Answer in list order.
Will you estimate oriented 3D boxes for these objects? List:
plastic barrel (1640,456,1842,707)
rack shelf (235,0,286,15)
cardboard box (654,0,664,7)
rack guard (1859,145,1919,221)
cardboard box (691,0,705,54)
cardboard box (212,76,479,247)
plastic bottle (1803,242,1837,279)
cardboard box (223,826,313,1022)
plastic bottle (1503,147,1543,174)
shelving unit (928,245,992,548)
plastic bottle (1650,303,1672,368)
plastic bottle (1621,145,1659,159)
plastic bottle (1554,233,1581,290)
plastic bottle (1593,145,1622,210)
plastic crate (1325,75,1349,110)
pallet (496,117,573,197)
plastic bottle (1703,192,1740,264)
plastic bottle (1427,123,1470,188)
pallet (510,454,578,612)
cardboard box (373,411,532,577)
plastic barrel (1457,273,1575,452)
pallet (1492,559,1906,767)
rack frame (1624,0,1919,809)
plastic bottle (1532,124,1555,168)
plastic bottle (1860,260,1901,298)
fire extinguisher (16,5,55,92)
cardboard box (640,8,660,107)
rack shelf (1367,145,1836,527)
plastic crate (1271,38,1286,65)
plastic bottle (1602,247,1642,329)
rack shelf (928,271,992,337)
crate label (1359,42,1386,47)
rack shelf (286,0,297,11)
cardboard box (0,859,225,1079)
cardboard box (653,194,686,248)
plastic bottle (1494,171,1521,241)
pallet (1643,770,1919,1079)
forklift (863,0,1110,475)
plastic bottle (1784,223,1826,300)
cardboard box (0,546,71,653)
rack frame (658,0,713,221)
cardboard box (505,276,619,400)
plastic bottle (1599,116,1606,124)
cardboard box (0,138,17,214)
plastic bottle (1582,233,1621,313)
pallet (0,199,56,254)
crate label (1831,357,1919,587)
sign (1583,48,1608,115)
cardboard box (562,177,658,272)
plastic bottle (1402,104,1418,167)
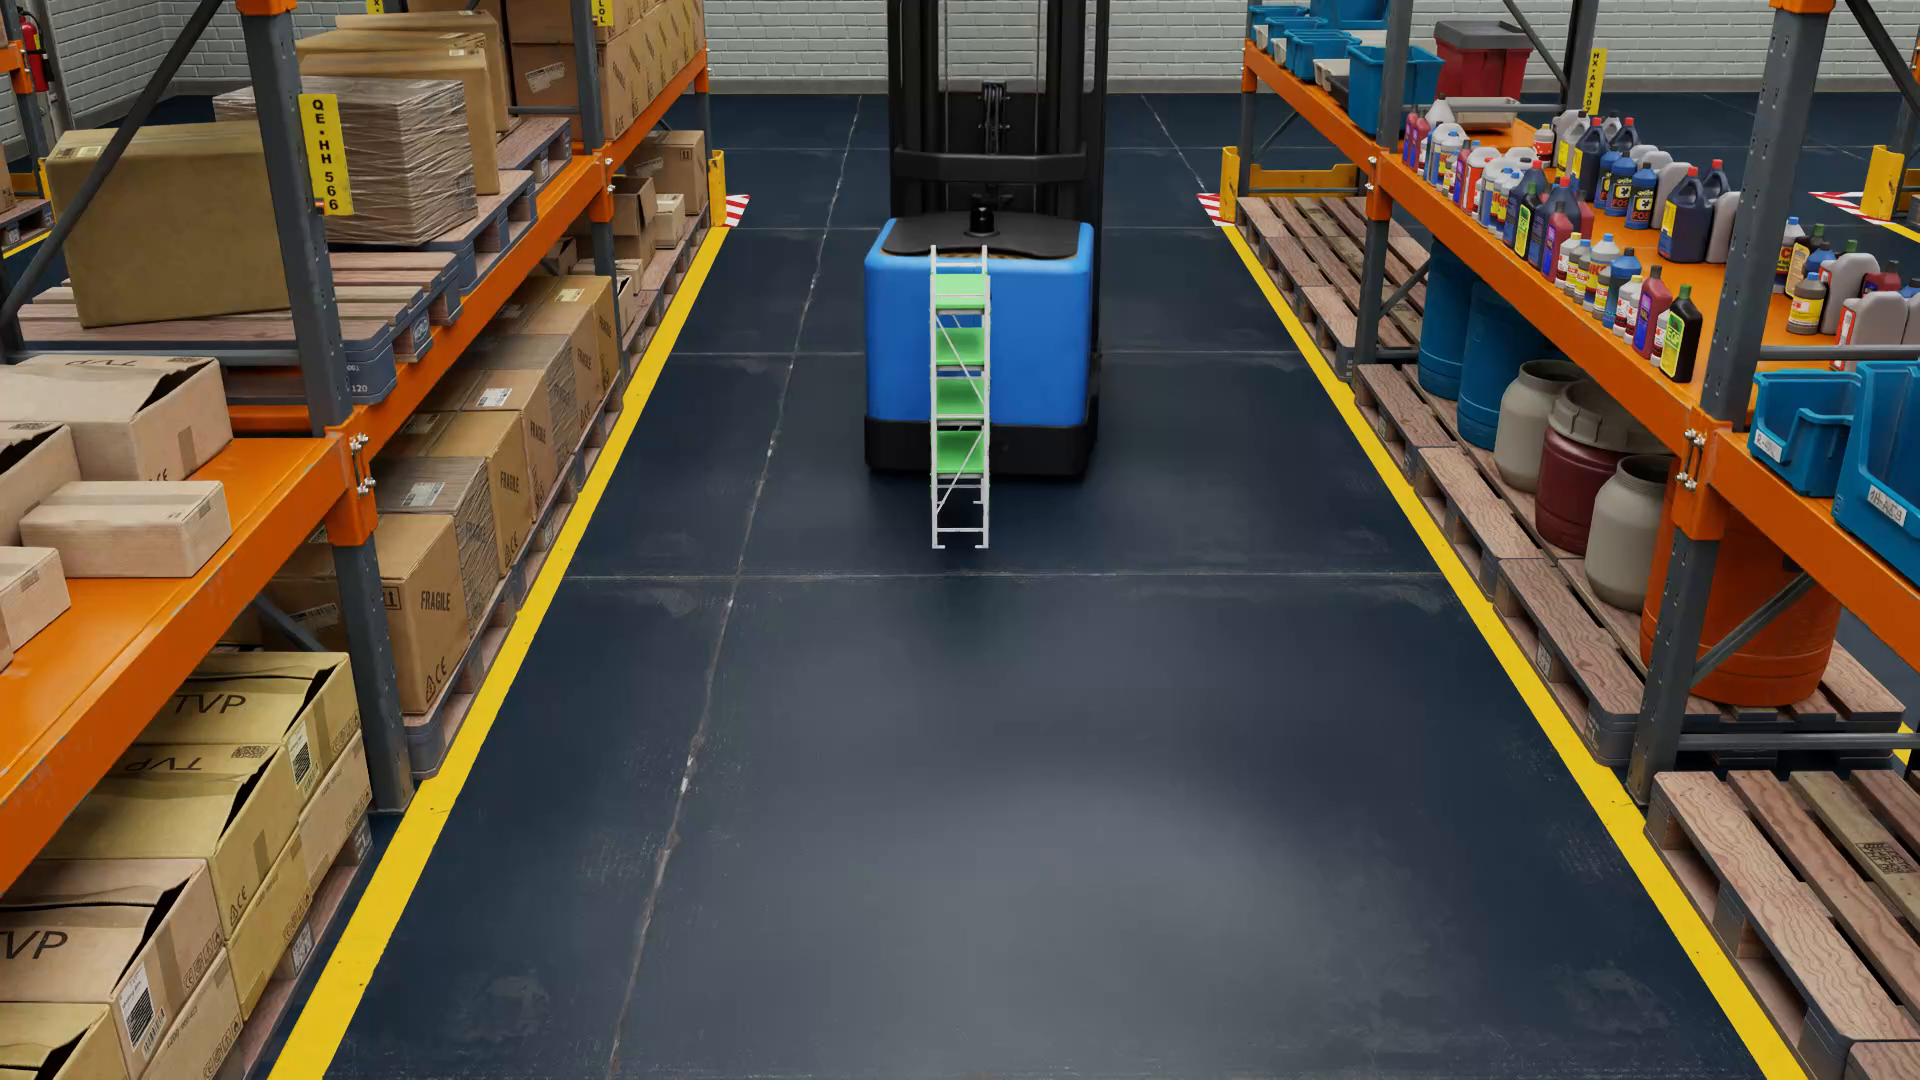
[{"bbox_3d":[2.657,0.064,5.592,0.600,0.830,0.708,0,24,-1],"label":"plastic barrel"},{"bbox_3d":[-2.252,-0.726,2.447,1.077,0.370,4.000,0,24,-1],"label":"rack shelf"},{"bbox_3d":[-2.059,-3.493,9.998,0.500,0.500,0.500,0,24,1],"label":"cardboard box"},{"bbox_3d":[7.545,-2.721,12.660,1.175,0.500,0.348,0,24,-1],"label":"rack guard"},{"bbox_3d":[-2.084,-3.670,11.602,0.500,0.500,0.500,0,24,1],"label":"cardboard box"},{"bbox_3d":[-2.212,-1.384,6.040,0.700,0.500,0.500,4,25,9],"label":"cardboard box"},{"bbox_3d":[2.958,-0.891,5.736,0.097,0.271,0.097,0,24,0],"label":"plastic bottle"},{"bbox_3d":[-2.015,0.979,4.273,0.500,0.250,0.500,-1,24,-1],"label":"cardboard box"},{"bbox_3d":[2.422,-1.550,7.188,0.152,0.276,0.135,0,24,-1],"label":"plastic bottle"},{"bbox_3d":[-0.002,-0.615,7.154,0.258,1.200,0.503,0,24,-1],"label":"shelving unit"},{"bbox_3d":[2.266,-0.653,5.296,0.097,0.201,0.097,0,24,0],"label":"plastic bottle"},{"bbox_3d":[2.973,-1.604,7.307,0.152,0.276,0.135,0,24,-1],"label":"plastic bottle"},{"bbox_3d":[2.256,-1.029,6.127,0.097,0.201,0.097,0,24,0],"label":"plastic bottle"},{"bbox_3d":[2.849,-1.594,7.290,0.097,0.271,0.097,0,24,0],"label":"plastic bottle"},{"bbox_3d":[2.355,-2.542,9.491,0.437,0.125,0.590,0,24,-1],"label":"plastic crate"},{"bbox_3d":[-2.417,-1.742,7.694,1.003,0.211,1.213,0,24,-1],"label":"pallet"},{"bbox_3d":[2.983,-1.226,6.472,0.152,0.276,0.135,0,24,-1],"label":"plastic bottle"},{"bbox_3d":[2.264,-1.780,7.696,0.152,0.276,0.135,0,24,-1],"label":"plastic bottle"},{"bbox_3d":[-2.254,-0.050,7.103,1.003,0.211,1.213,0,24,-1],"label":"pallet"},{"bbox_3d":[-2.004,-0.184,6.515,0.500,0.500,0.500,-1,24,-1],"label":"cardboard box"},{"bbox_3d":[2.633,-0.899,7.635,0.600,0.901,0.708,0,24,-1],"label":"plastic barrel"},{"bbox_3d":[2.629,0.414,6.078,1.003,0.211,1.213,0,24,-1],"label":"pallet"},{"bbox_3d":[2.680,-0.532,4.785,1.000,3.000,0.127,0,24,-1],"label":"rack frame"},{"bbox_3d":[2.839,-1.920,8.097,0.097,0.201,0.097,0,24,0],"label":"plastic bottle"},{"bbox_3d":[3.040,-0.794,5.507,0.061,0.283,0.133,0,24,-1],"label":"plastic bottle"},{"bbox_3d":[-6.854,-3.643,12.210,0.296,0.674,0.183,0,24,-1],"label":"fire extinguisher"},{"bbox_3d":[-2.062,-2.833,9.753,0.500,0.500,0.500,0,24,-1],"label":"cardboard box"},{"bbox_3d":[2.658,-1.028,6.756,1.077,0.370,4.000,0,24,-1],"label":"rack shelf"},{"bbox_3d":[2.194,-3.220,10.977,0.250,0.136,0.298,0,24,-1],"label":"plastic crate"},{"bbox_3d":[2.261,-0.861,5.669,0.097,0.271,0.097,0,24,0],"label":"plastic bottle"},{"bbox_3d":[-0.002,-0.994,6.982,0.258,0.148,0.480,0,24,-1],"label":"rack shelf"},{"bbox_3d":[2.799,-3.166,10.857,0.396,0.136,0.243,0,24,-1],"label":"crate label"},{"bbox_3d":[-2.295,-2.374,6.092,1.077,0.370,4.000,0,24,-1],"label":"rack shelf"},{"bbox_3d":[-2.007,0.932,3.696,0.500,0.311,0.500,0,24,-1],"label":"cardboard box"},{"bbox_3d":[-2.128,-2.140,11.145,0.500,0.250,0.500,0,24,-1],"label":"cardboard box"},{"bbox_3d":[2.248,-1.364,6.781,0.097,0.271,0.097,0,24,0],"label":"plastic bottle"},{"bbox_3d":[2.649,1.058,4.654,1.003,0.211,1.213,0,24,-1],"label":"pallet"},{"bbox_3d":[0.212,-2.208,8.575,1.130,2.935,3.031,2,24,5],"label":"forklift"},{"bbox_3d":[3.035,-0.999,5.961,0.061,0.283,0.133,0,24,-1],"label":"plastic bottle"},{"bbox_3d":[-2.203,0.129,3.630,0.380,0.149,0.250,2,24,3],"label":"cardboard box"},{"bbox_3d":[-2.361,-3.807,12.028,1.000,3.000,0.127,0,24,-1],"label":"rack frame"},{"bbox_3d":[-2.025,-1.019,8.362,0.500,0.500,0.500,0,24,-1],"label":"cardboard box"},{"bbox_3d":[3.012,-1.871,7.888,0.061,0.283,0.133,0,24,-1],"label":"plastic bottle"},{"bbox_3d":[-7.206,-2.548,11.767,0.700,0.500,0.500,0,24,-1],"label":"cardboard box"},{"bbox_3d":[2.259,-0.941,5.846,0.097,0.271,0.097,0,24,0],"label":"plastic bottle"},{"bbox_3d":[-7.227,-2.184,11.823,1.003,0.211,1.213,0,24,-1],"label":"pallet"},{"bbox_3d":[2.420,-0.137,3.870,0.502,0.435,0.616,0,24,-1],"label":"crate label"},{"bbox_3d":[3.186,-2.308,8.376,0.100,0.325,0.005,0,24,-1],"label":"sign"},{"bbox_3d":[-2.343,-1.996,10.519,0.797,0.503,0.637,0,24,-1],"label":"cardboard box"},{"bbox_3d":[2.213,-1.974,8.115,0.061,0.283,0.133,0,24,-1],"label":"plastic bottle"}]
